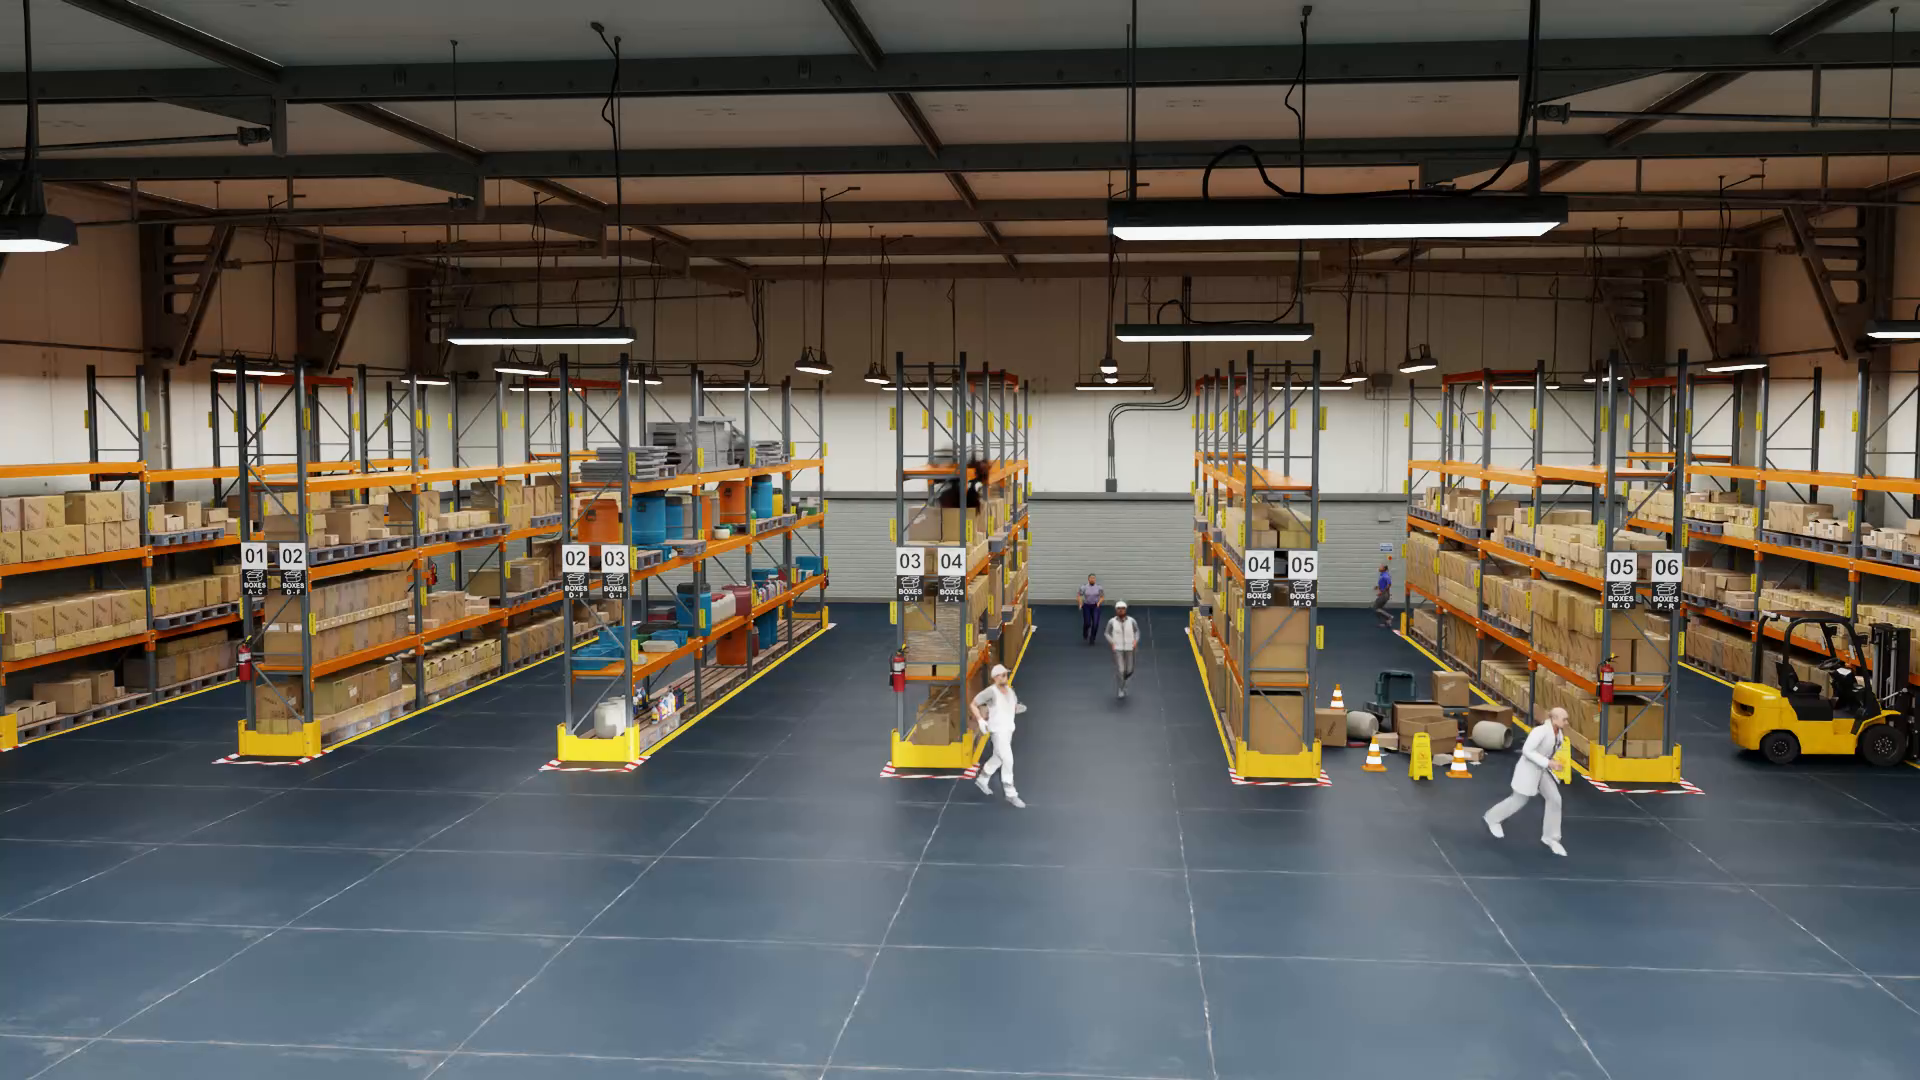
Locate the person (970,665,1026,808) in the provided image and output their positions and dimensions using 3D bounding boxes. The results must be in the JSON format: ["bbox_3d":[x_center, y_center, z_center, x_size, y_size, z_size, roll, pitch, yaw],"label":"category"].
[{"bbox_3d":[0.525,2.537,21.794,0.919,1.814,0.655,3,5,38],"label":"person"}]

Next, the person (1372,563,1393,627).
[{"bbox_3d":[10.267,1.346,40.439,0.503,1.586,0.580,2,4,21],"label":"person"}]

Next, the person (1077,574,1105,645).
[{"bbox_3d":[2.958,1.566,37.403,0.619,1.597,0.555,0,4,-2],"label":"person"}]

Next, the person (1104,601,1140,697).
[{"bbox_3d":[2.966,1.984,30.395,0.665,1.742,0.546,0,4,-2],"label":"person"}]

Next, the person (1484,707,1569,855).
[{"bbox_3d":[6.688,2.785,19.604,0.754,1.742,1.083,-4,6,-43],"label":"person"}]
